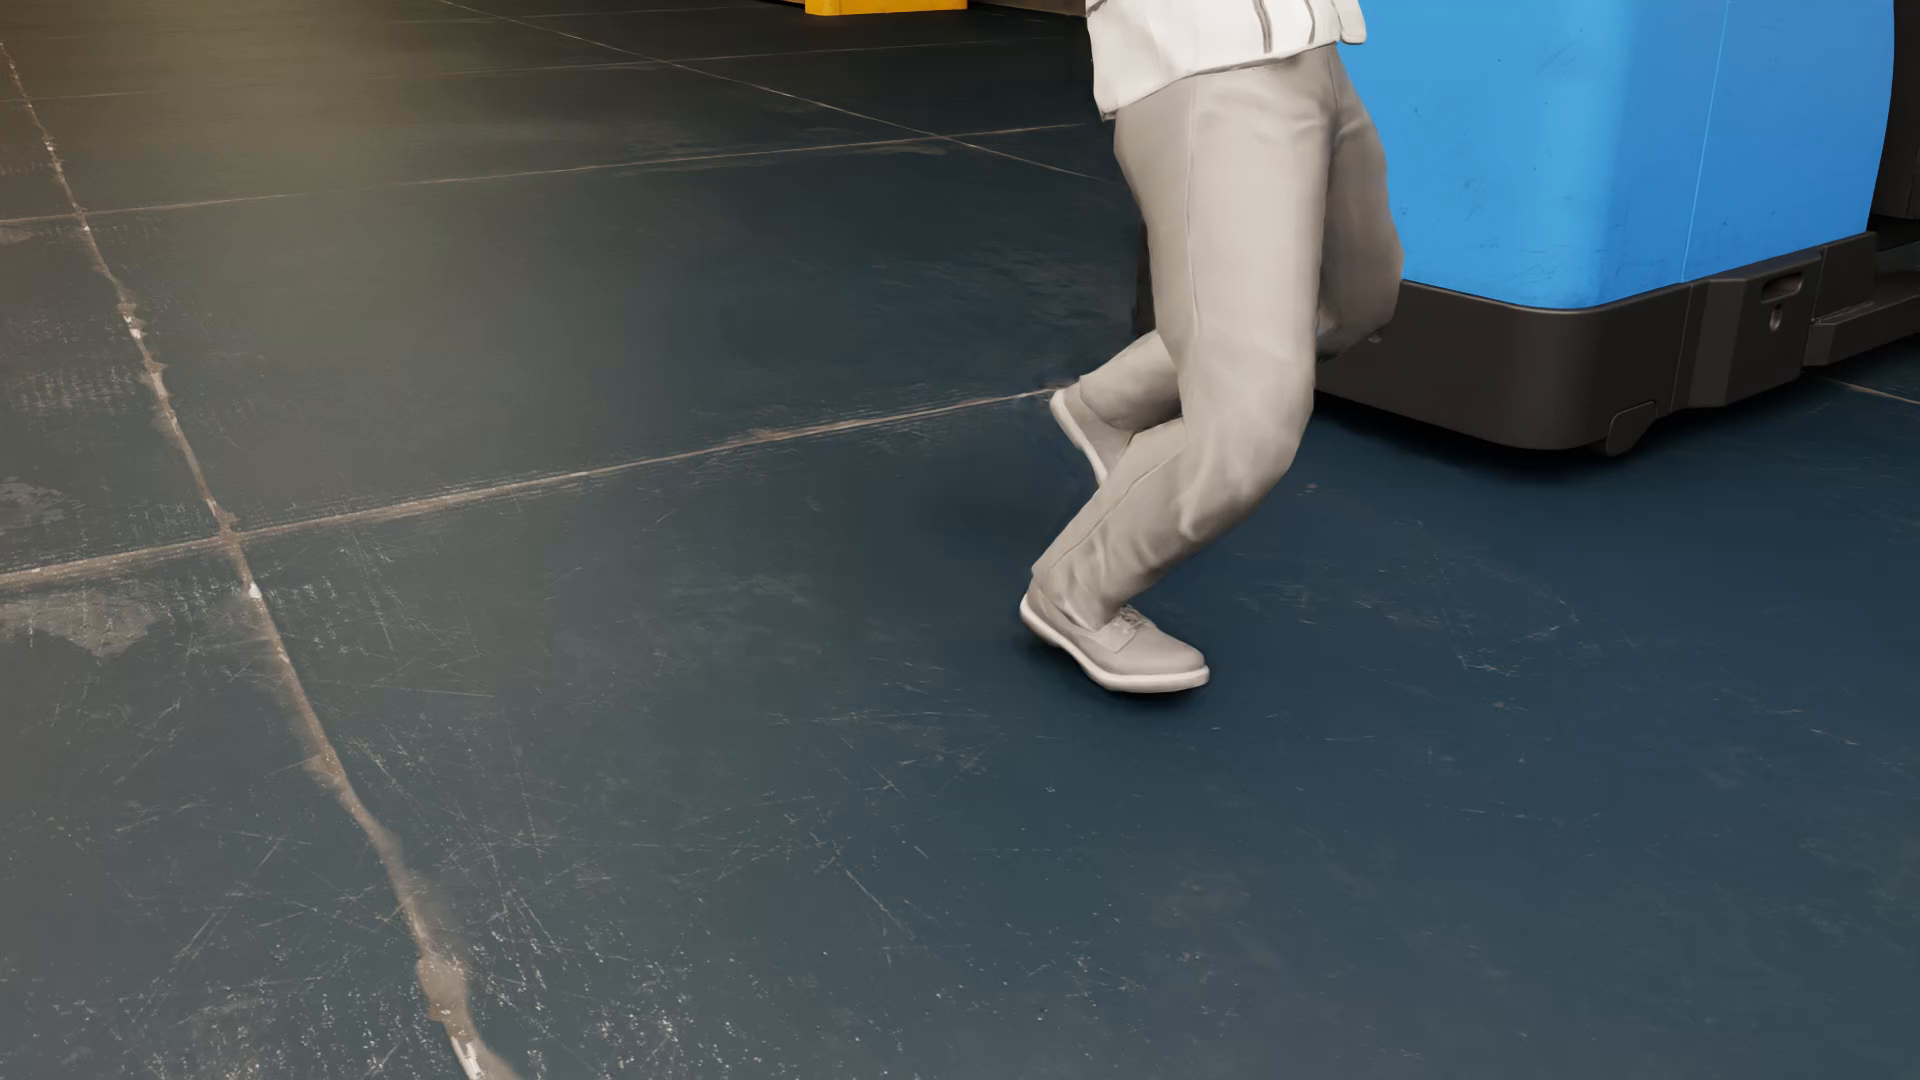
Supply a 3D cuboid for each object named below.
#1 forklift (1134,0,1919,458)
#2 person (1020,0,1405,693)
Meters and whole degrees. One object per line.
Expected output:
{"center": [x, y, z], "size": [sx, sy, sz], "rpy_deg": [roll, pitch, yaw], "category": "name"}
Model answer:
{"center": [1.835, -1.938, 3.498], "size": [3.031, 2.935, 1.130], "rpy_deg": [-17, 28, -35], "category": "forklift"}
{"center": [0.191, -0.557, 1.941], "size": [0.710, 1.540, 1.002], "rpy_deg": [9, 24, 22], "category": "person"}
